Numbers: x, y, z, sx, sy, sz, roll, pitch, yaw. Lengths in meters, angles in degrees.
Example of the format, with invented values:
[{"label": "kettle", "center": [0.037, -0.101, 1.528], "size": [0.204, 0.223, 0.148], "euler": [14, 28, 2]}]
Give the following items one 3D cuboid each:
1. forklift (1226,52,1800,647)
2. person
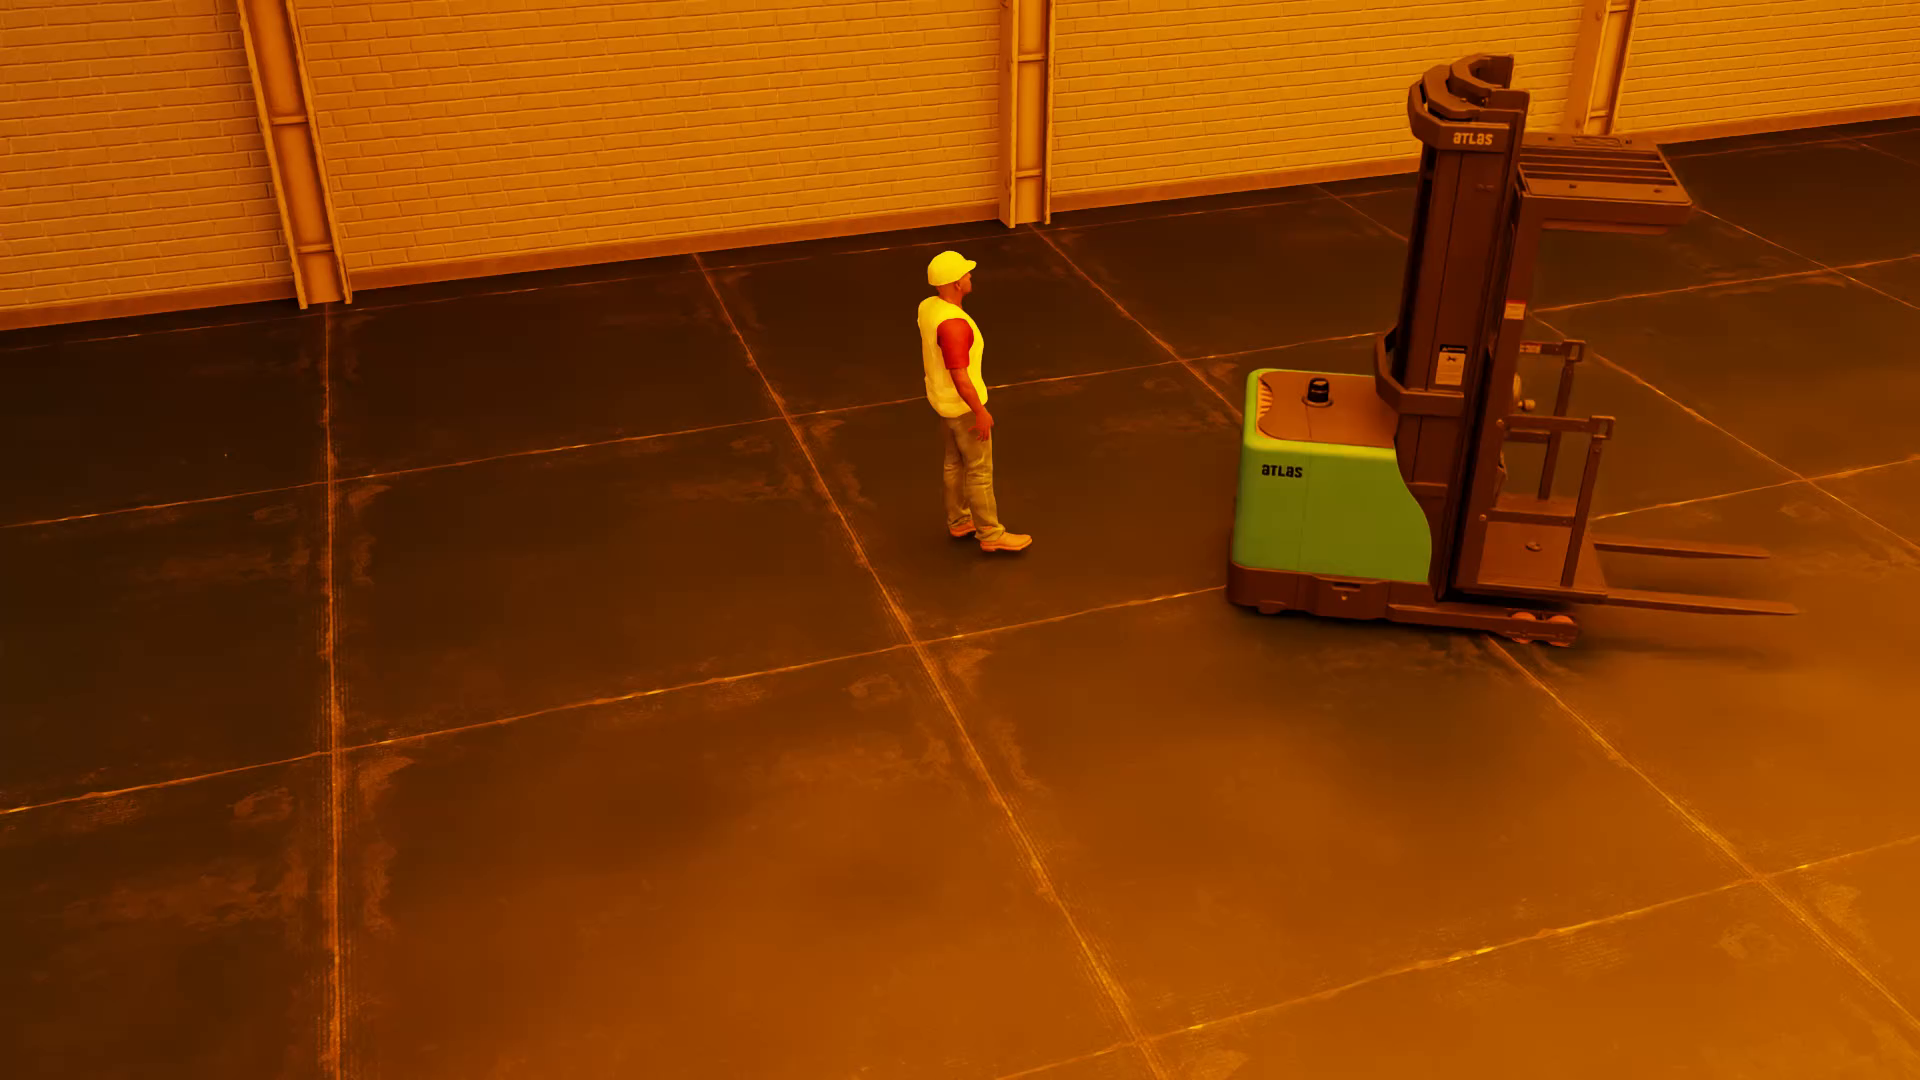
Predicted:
[{"label": "forklift", "center": [3.063, -0.979, 8.789], "size": [3.031, 2.935, 1.130], "euler": [5, 30, 9]}, {"label": "person", "center": [0.068, -0.815, 9.577], "size": [0.574, 1.767, 0.666], "euler": [-10, 31, -16]}]
